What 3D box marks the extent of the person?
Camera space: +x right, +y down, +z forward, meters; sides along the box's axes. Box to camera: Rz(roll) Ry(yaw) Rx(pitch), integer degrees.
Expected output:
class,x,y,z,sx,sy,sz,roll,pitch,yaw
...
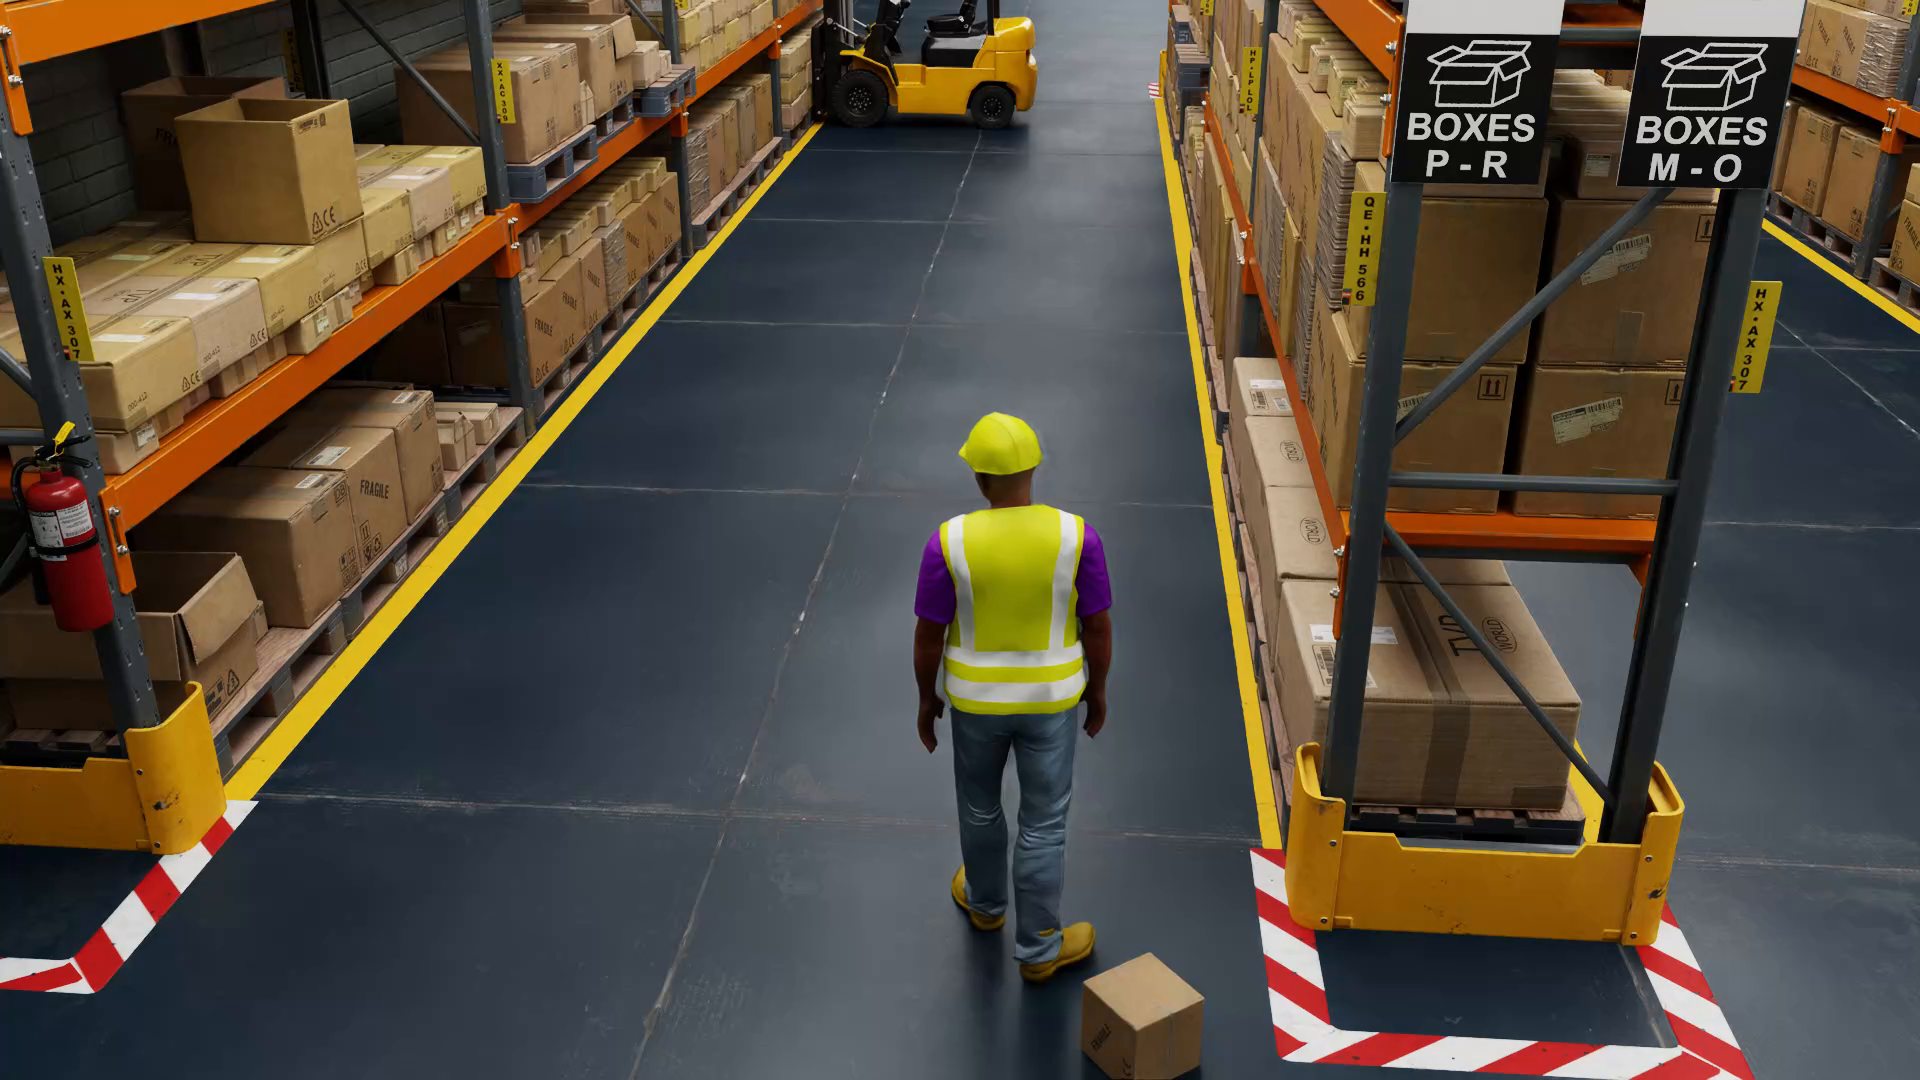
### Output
class,x,y,z,sx,sy,sz,roll,pitch,yaw
person,0.158,0.470,5.036,0.589,1.766,0.562,2,24,3
